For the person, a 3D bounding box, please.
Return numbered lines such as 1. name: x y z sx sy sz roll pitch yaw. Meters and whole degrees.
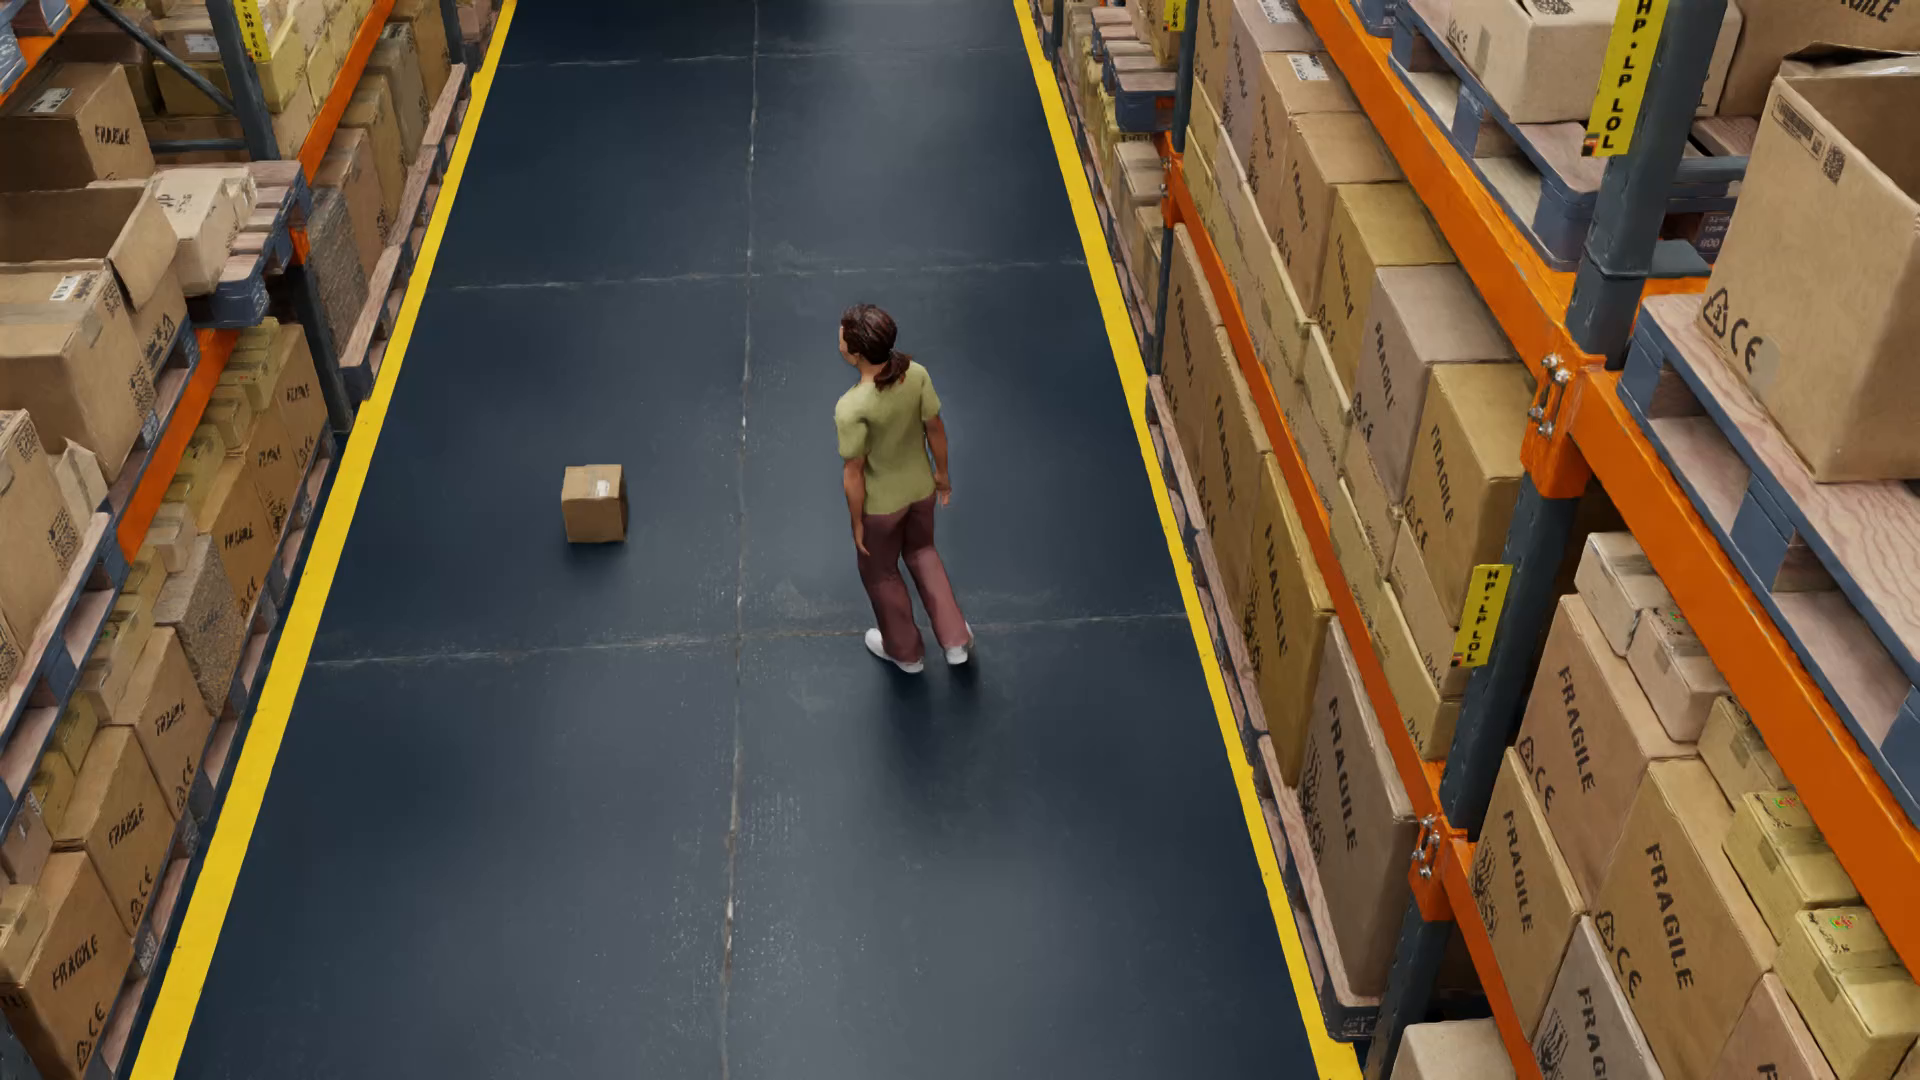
1. person: -0.199 -0.126 6.312 0.514 1.662 0.506 -28 47 -30
